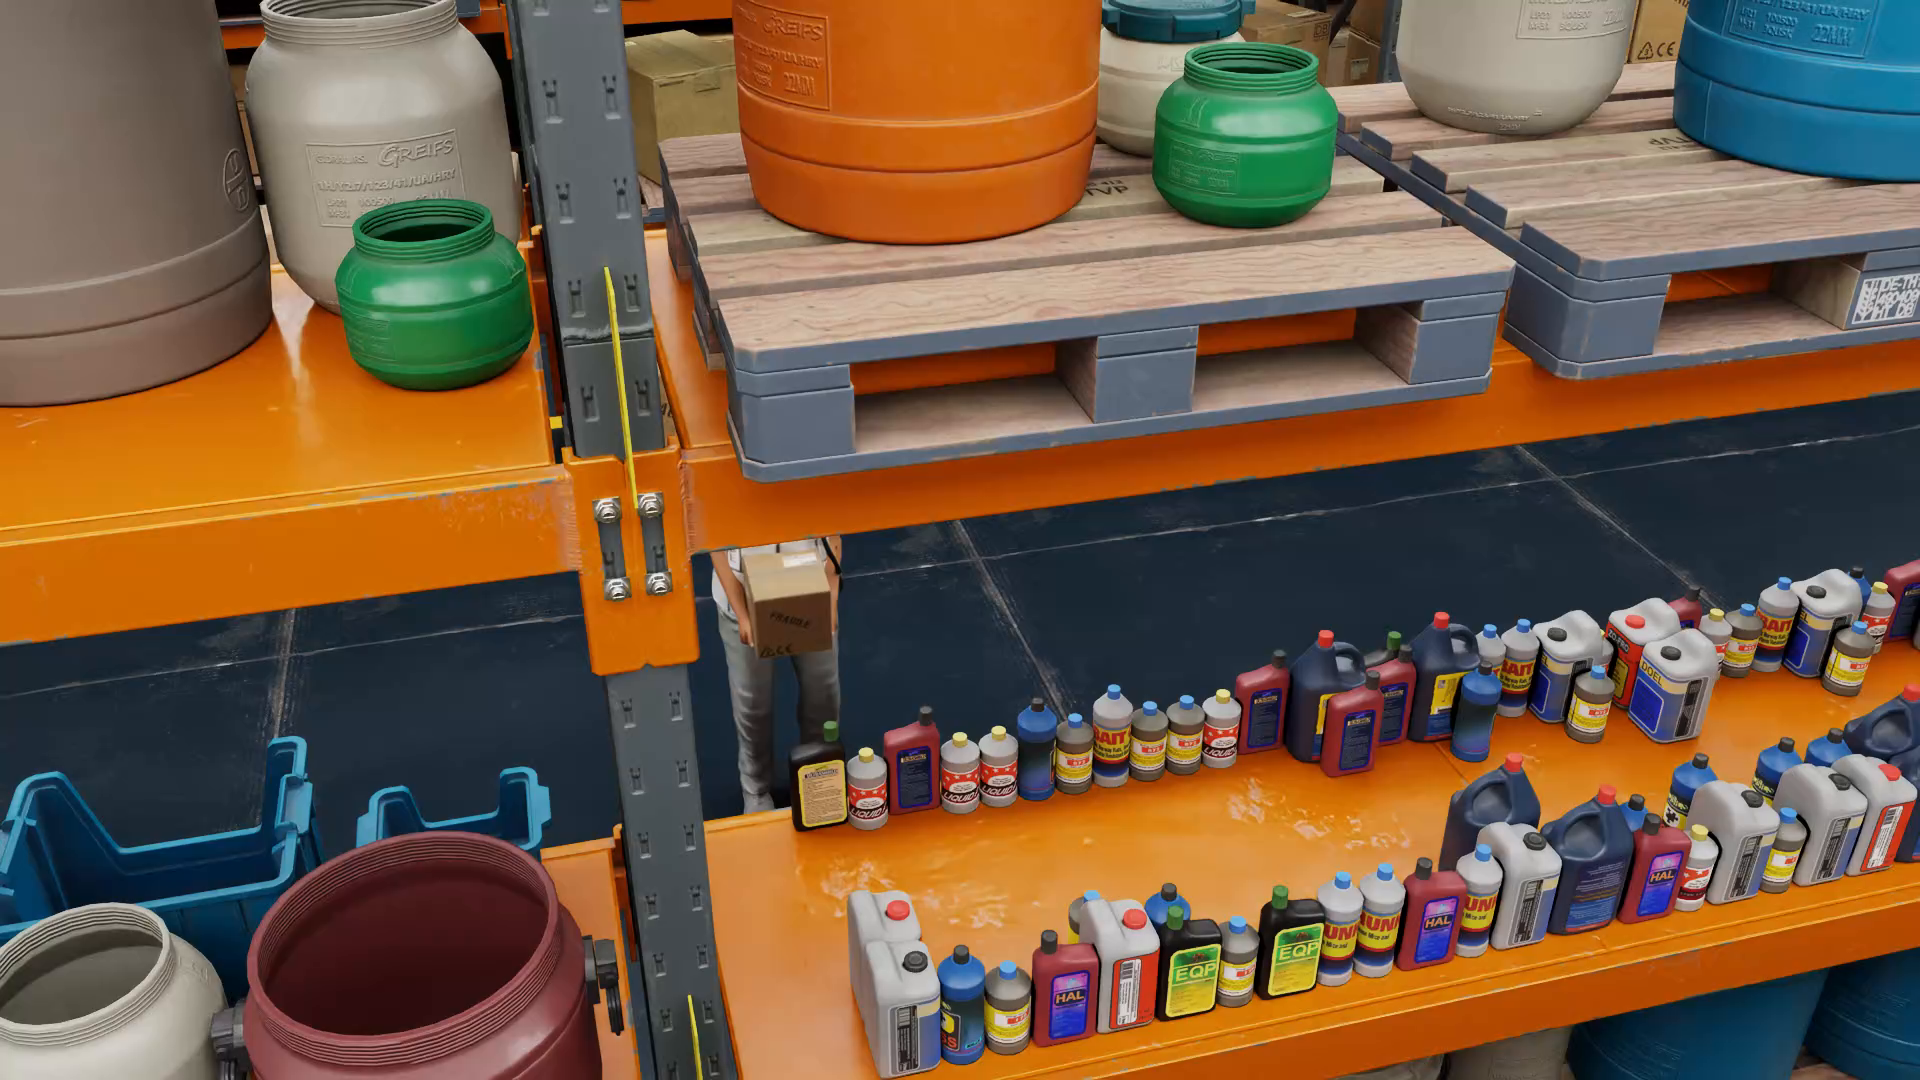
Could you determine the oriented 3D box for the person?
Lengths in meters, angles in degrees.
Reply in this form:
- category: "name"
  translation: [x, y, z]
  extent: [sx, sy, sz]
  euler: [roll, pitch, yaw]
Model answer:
- category: "person"
  translation: [-0.608, 0.253, 5.709]
  extent: [0.452, 1.653, 0.534]
  euler: [-8, 31, -13]
